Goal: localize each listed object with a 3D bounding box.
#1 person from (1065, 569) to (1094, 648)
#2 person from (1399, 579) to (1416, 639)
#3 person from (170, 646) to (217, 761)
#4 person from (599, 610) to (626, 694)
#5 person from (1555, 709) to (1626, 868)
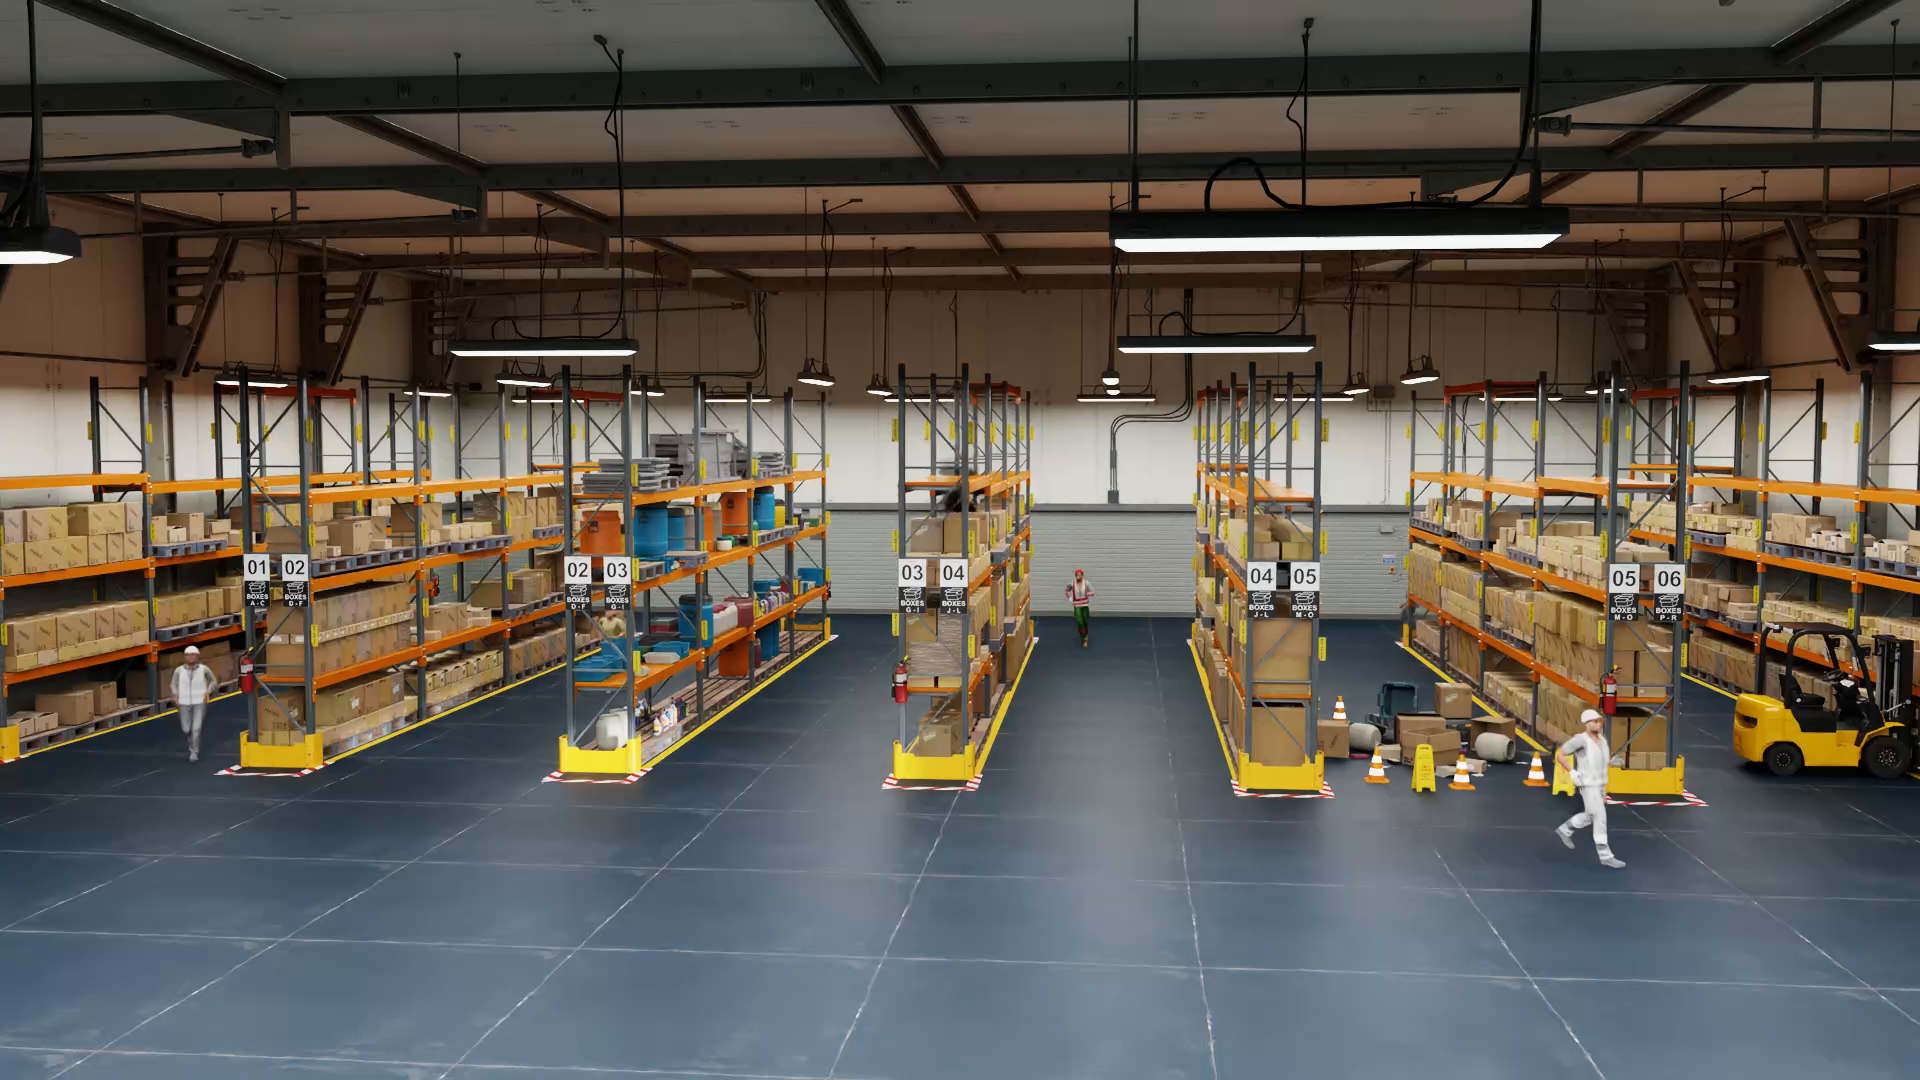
[{"bbox_3d":[2.839,1.591,39.195,0.659,1.822,0.867,0,4,-4],"label":"person"},{"bbox_3d":[10.905,1.631,40.283,0.542,1.618,0.611,2,4,24],"label":"person"},{"bbox_3d":[-11.831,2.503,25.683,0.668,1.747,0.696,-1,4,-18],"label":"person"},{"bbox_3d":[-6.774,2.094,32.394,0.599,1.664,1.008,0,4,5],"label":"person"},{"bbox_3d":[7.337,2.848,19.336,0.663,1.767,0.998,-3,4,-35],"label":"person"}]
